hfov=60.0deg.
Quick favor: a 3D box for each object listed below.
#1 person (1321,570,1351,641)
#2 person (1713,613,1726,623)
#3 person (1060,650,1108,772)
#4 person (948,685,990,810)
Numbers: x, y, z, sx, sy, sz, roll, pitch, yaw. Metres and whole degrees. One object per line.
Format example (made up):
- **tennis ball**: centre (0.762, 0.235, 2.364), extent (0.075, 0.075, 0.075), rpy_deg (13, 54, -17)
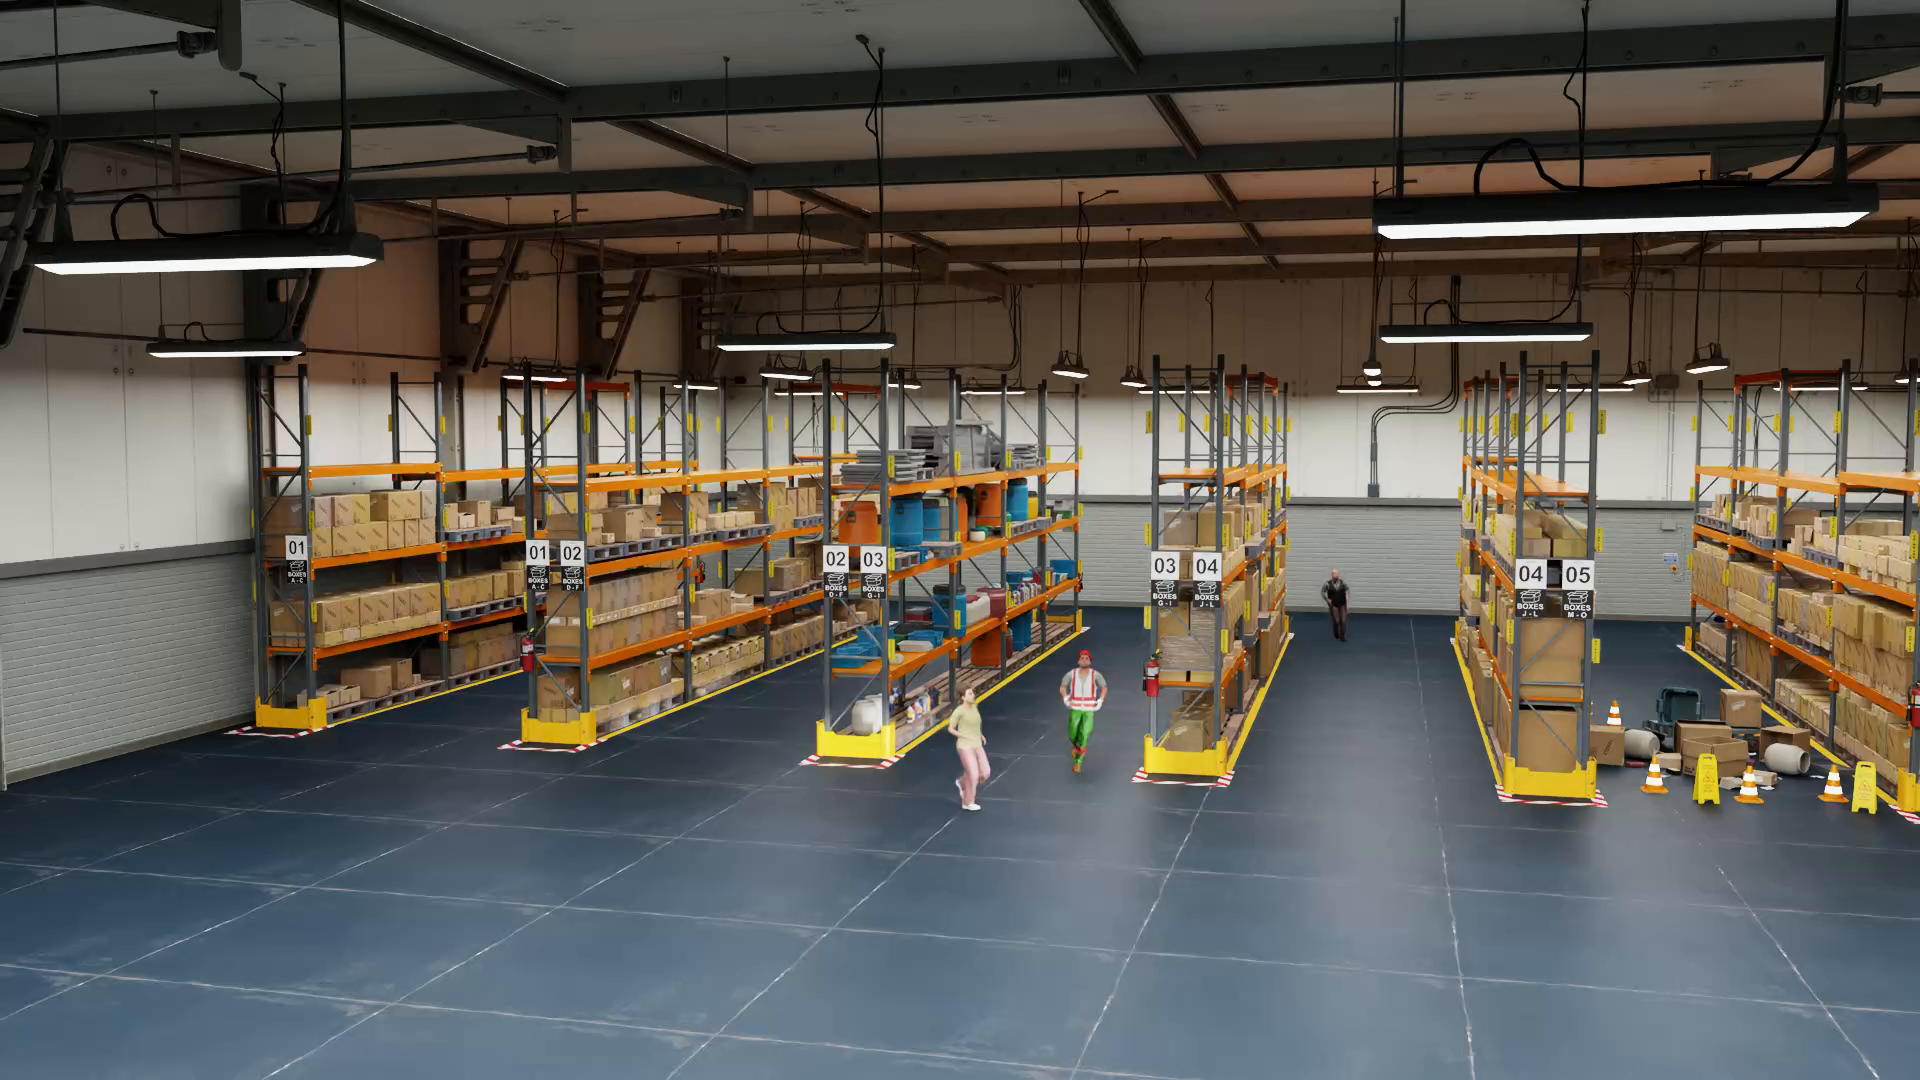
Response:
- **person**: centre (8.684, 1.518, 38.464), extent (0.614, 1.667, 0.610), rpy_deg (0, 4, -2)
- **person**: centre (17.508, 1.601, 38.023), extent (0.782, 1.619, 0.714), rpy_deg (3, 5, 34)
- **person**: centre (1.809, 2.479, 24.299), extent (0.705, 1.721, 0.762), rpy_deg (0, 4, 5)
- **person**: centre (0.108, 2.696, 21.638), extent (0.577, 1.620, 0.563), rpy_deg (-4, 6, -45)
